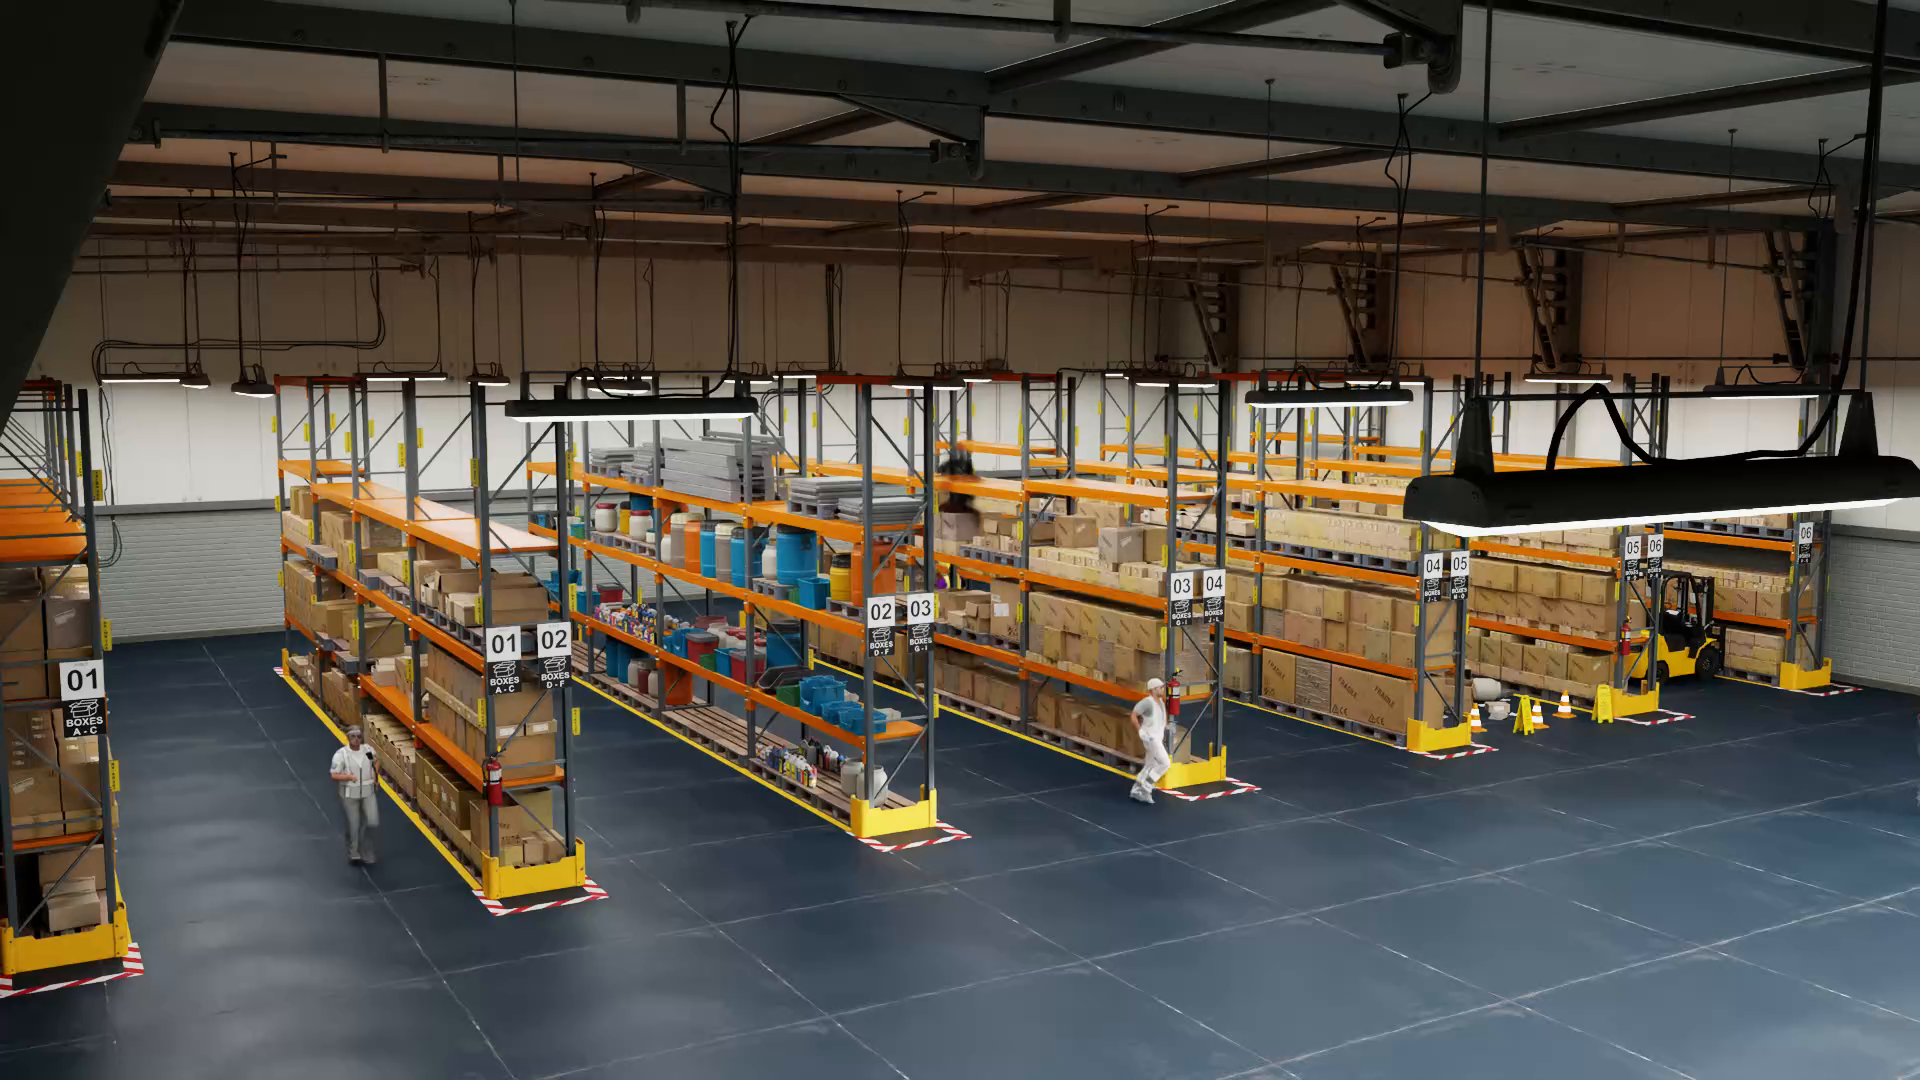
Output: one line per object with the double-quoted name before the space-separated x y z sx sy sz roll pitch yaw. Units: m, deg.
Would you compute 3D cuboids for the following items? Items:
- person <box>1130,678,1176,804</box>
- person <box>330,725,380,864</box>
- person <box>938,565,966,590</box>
"person" 2.792 2.859 23.802 0.625 1.756 0.652 3 7 24
"person" -7.500 3.199 20.768 0.643 1.805 0.676 -4 7 -33
"person" -0.193 1.384 37.447 0.706 1.751 0.649 -3 7 -23
